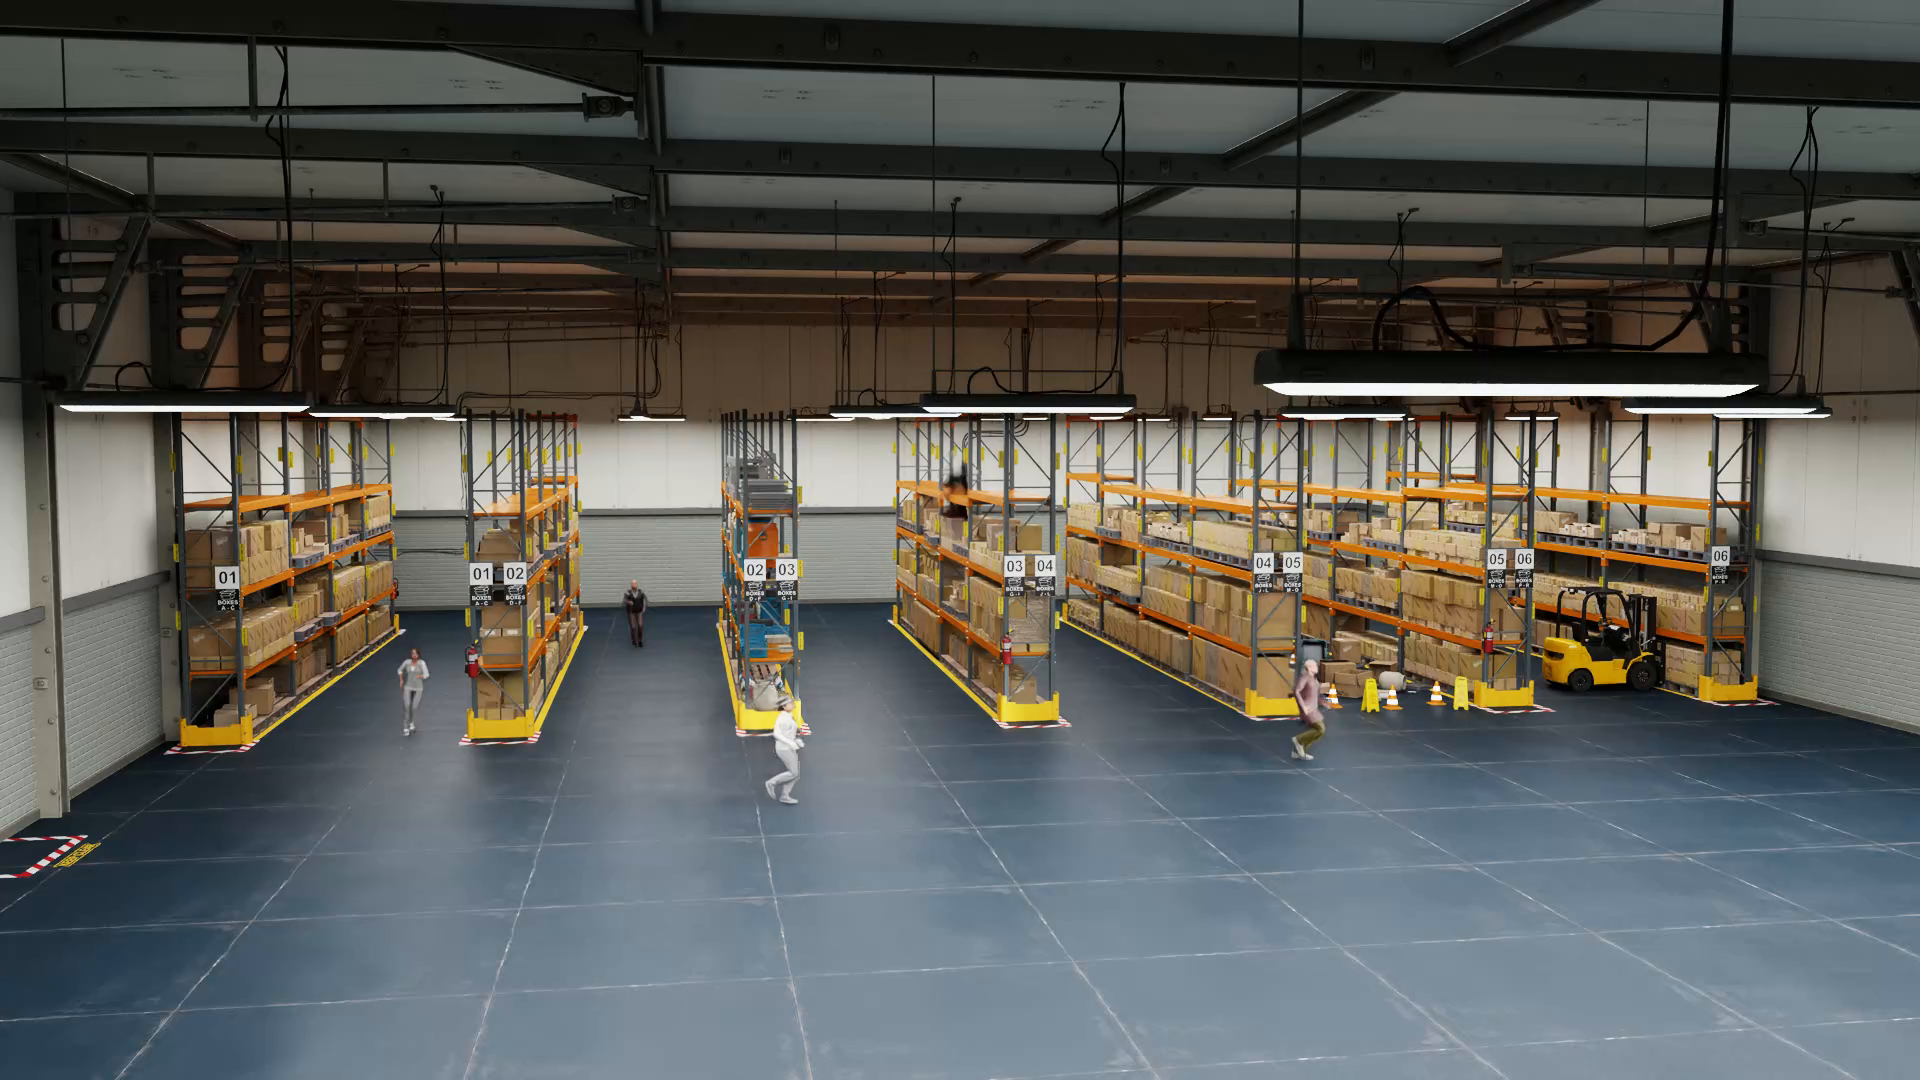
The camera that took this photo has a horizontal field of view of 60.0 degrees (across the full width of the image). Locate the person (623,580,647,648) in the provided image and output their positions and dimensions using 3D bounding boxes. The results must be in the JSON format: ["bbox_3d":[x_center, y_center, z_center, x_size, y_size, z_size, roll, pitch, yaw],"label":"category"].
[{"bbox_3d":[-8.316,1.906,42.595,0.635,1.770,0.756,-1,4,-13],"label":"person"}]

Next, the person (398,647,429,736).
[{"bbox_3d":[-10.082,2.764,30.697,0.551,1.558,0.857,-1,4,-18],"label":"person"}]

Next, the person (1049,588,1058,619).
[{"bbox_3d":[2.353,1.738,45.106,0.602,1.707,0.829,0,4,-1],"label":"person"}]

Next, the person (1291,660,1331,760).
[{"bbox_3d":[5.960,2.894,28.300,0.653,1.715,0.660,2,4,25],"label":"person"}]

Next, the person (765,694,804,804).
[{"bbox_3d":[-2.648,3.145,25.087,0.527,1.652,0.602,0,4,5],"label":"person"}]
